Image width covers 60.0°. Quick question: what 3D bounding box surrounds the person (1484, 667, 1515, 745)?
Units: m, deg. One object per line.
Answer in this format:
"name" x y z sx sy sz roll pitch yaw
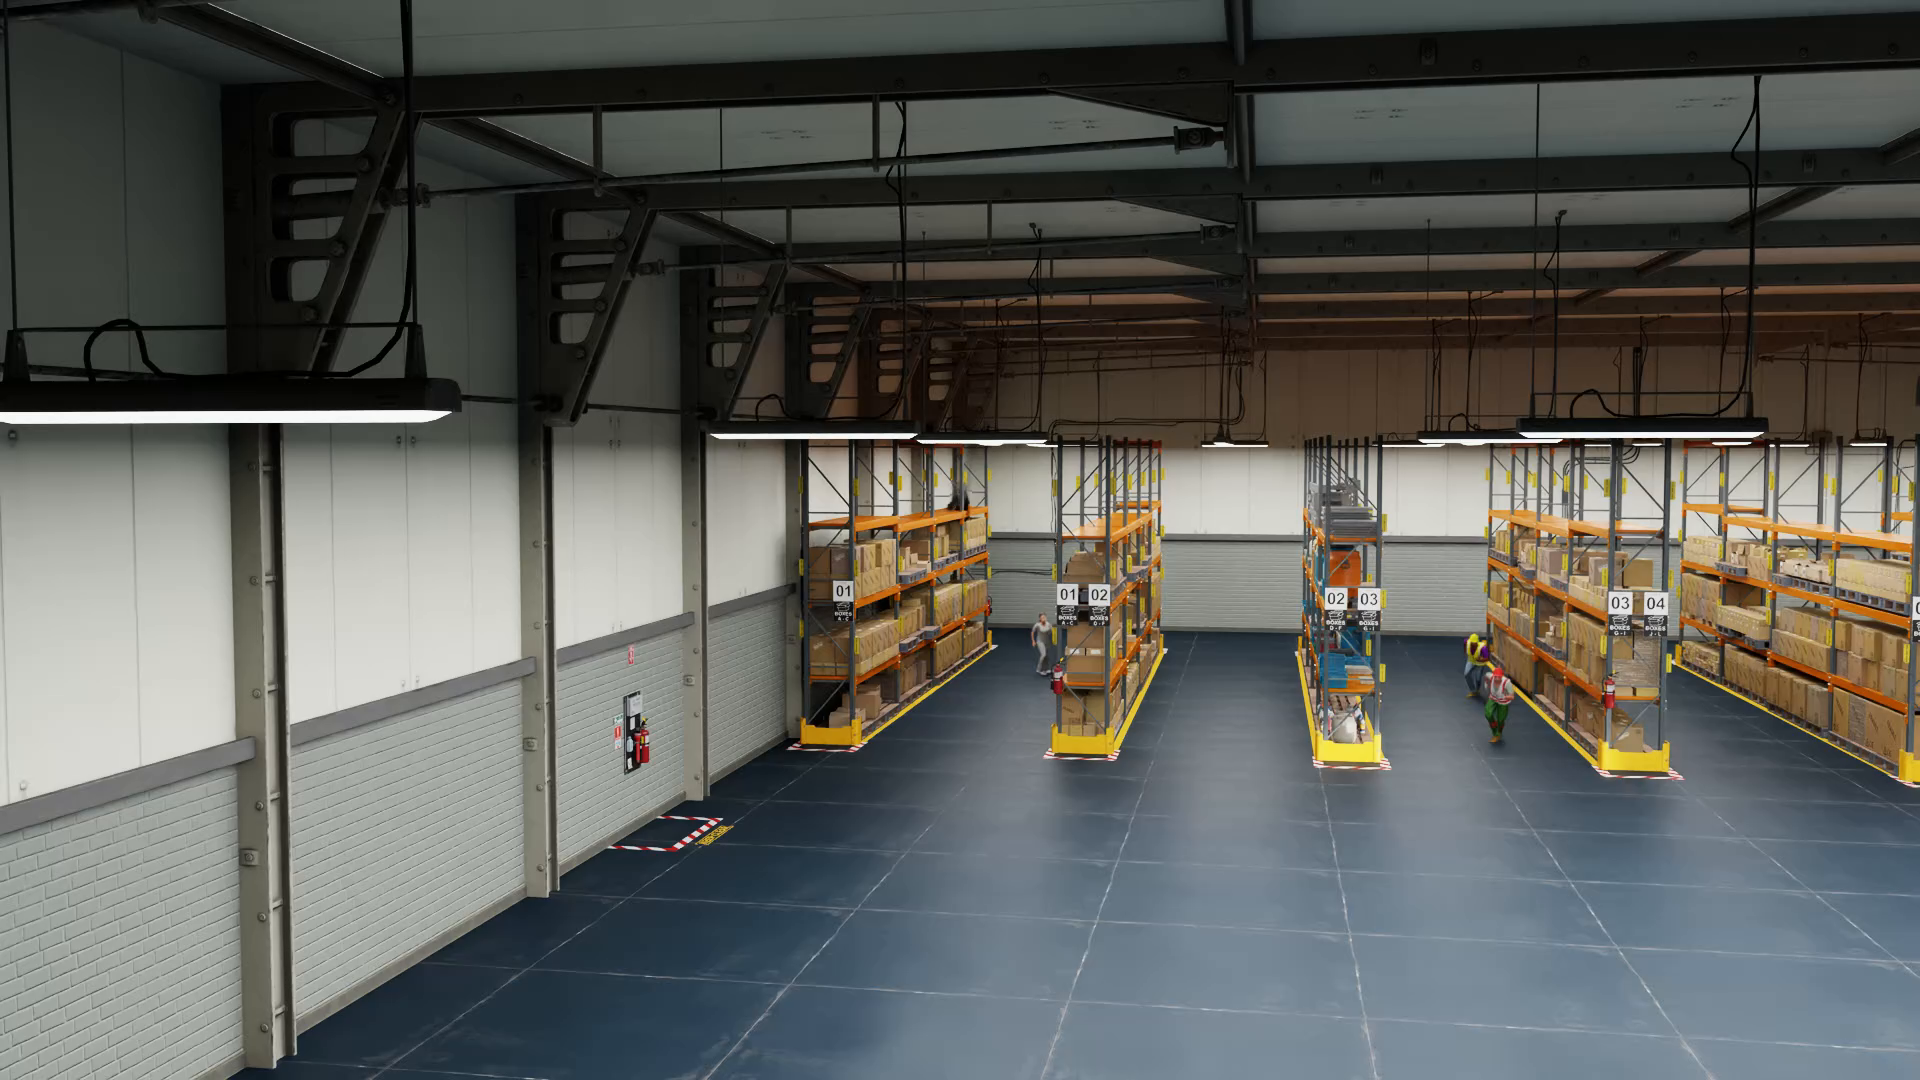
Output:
"person" 10.548 3.205 32.525 0.666 1.532 1.179 2 4 29

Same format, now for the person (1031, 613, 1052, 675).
"person" 2.154 2.656 42.449 0.597 1.629 0.773 -2 4 -31

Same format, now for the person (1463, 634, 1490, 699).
"person" 11.952 2.897 38.473 0.695 1.543 1.164 2 4 30
